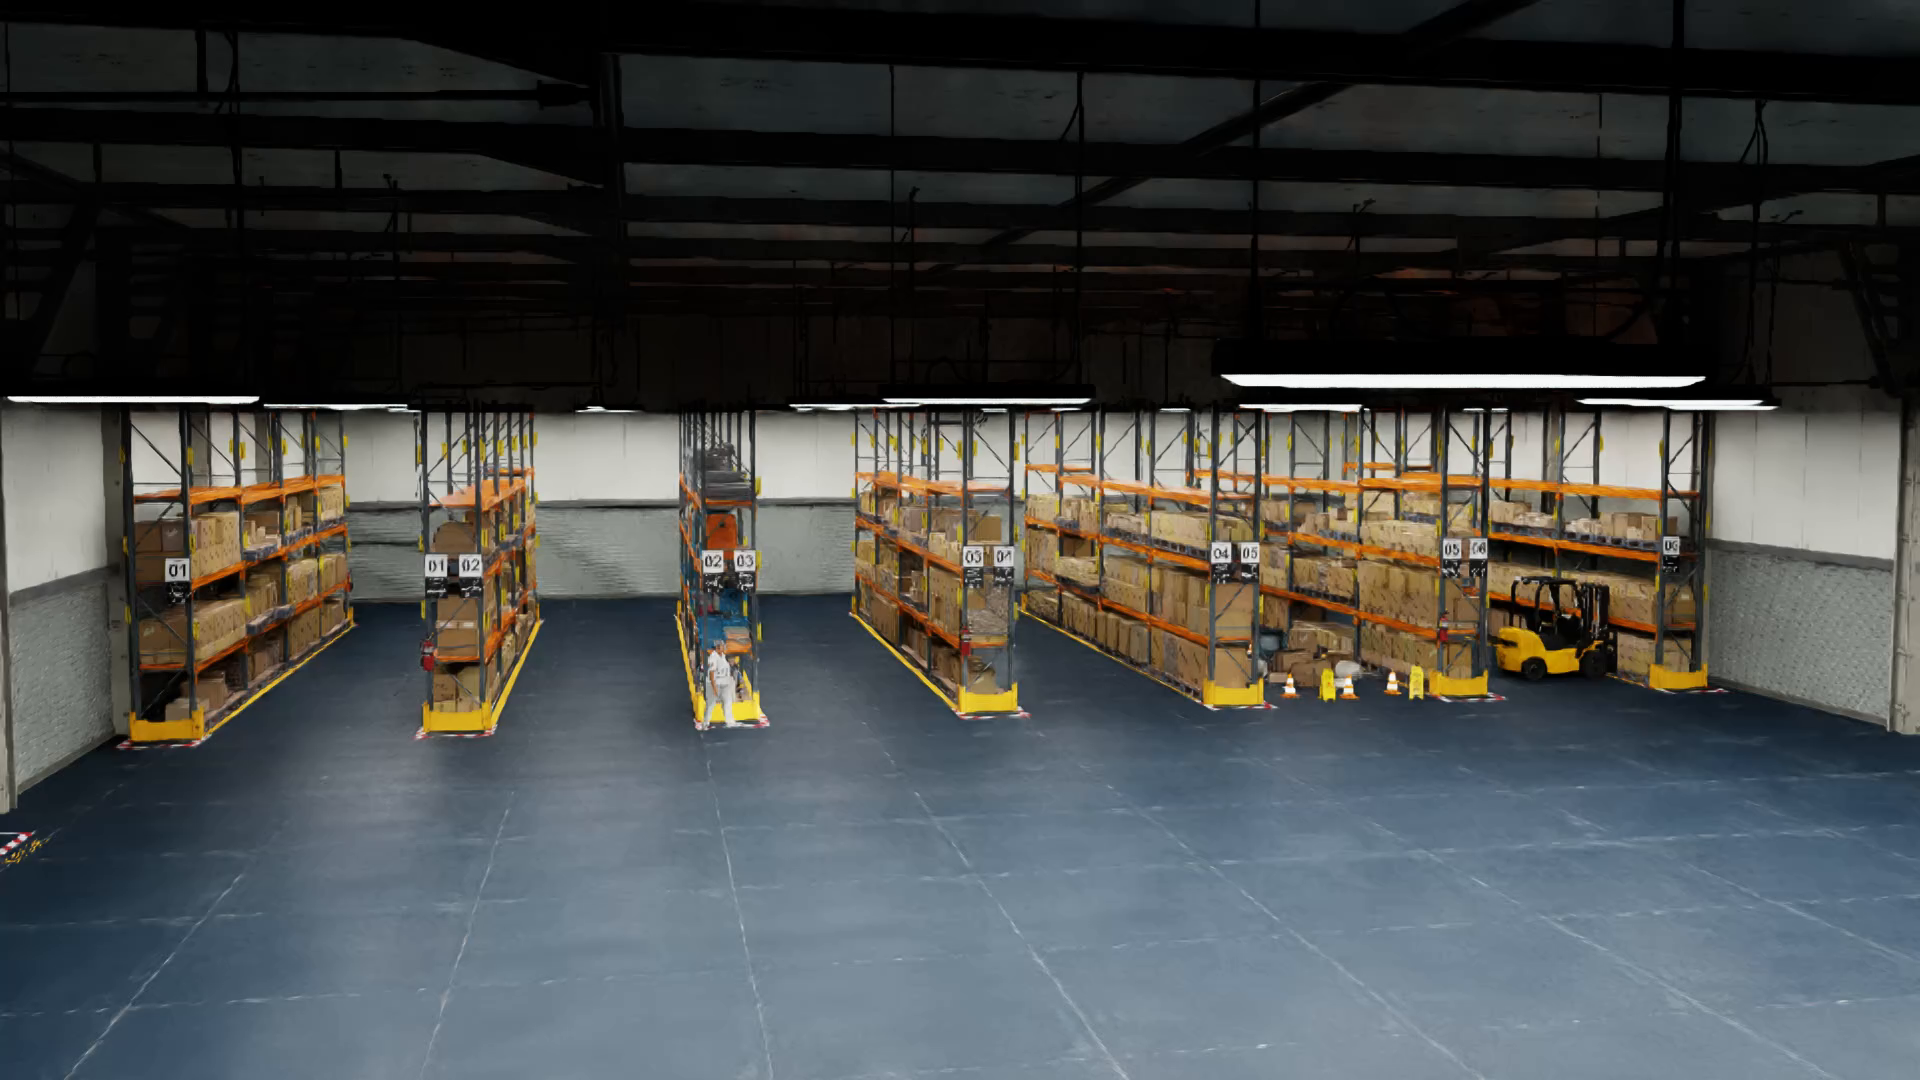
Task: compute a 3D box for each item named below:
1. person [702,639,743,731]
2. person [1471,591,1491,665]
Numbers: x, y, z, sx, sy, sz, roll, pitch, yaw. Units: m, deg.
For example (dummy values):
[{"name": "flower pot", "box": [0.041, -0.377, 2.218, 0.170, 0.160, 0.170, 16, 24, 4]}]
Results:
[{"name": "person", "box": [-4.365, 2.609, 30.204, 0.561, 1.653, 0.731, 2, 5, 25]}, {"name": "person", "box": [11.869, 2.008, 38.038, 0.551, 1.665, 0.574, 1, 5, 19]}]
